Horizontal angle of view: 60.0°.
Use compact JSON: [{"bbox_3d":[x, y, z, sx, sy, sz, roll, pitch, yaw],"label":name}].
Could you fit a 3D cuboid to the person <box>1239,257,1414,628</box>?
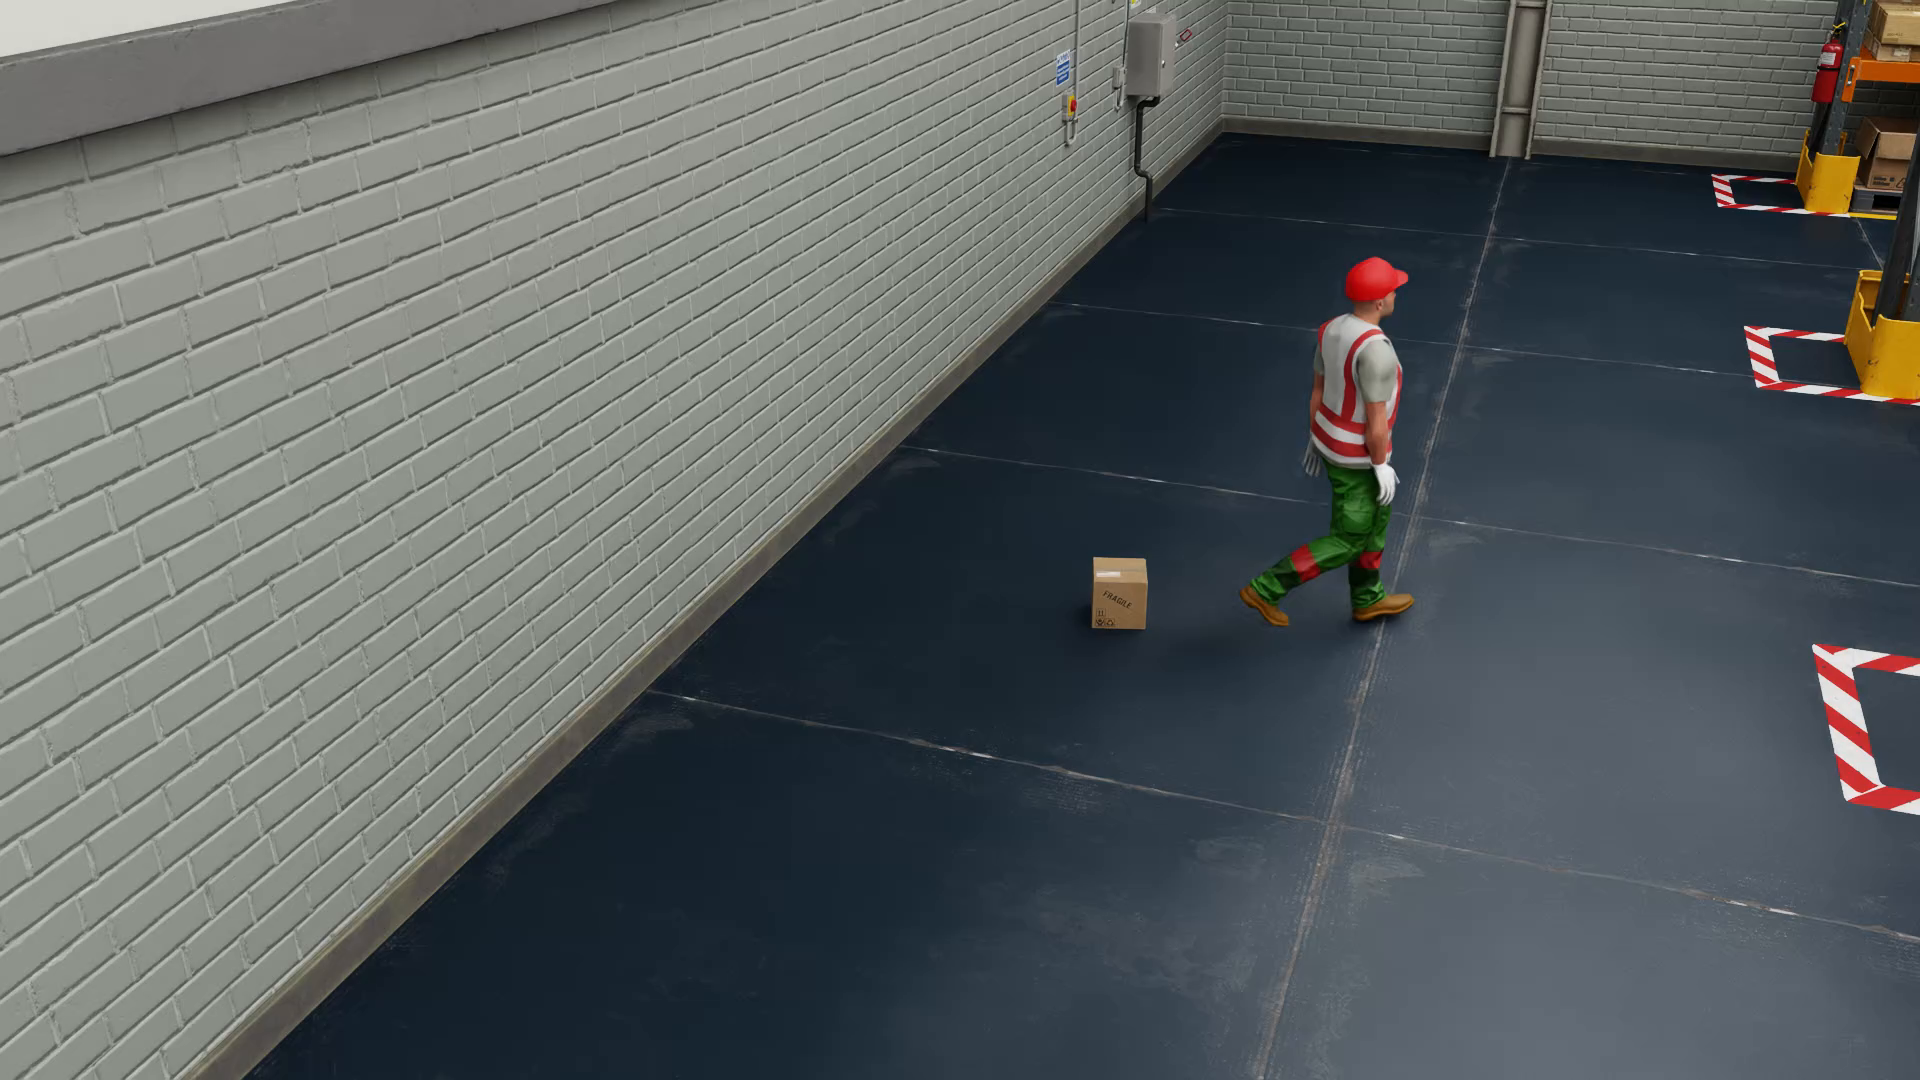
[{"bbox_3d":[1.701,-0.390,7.395,0.929,1.762,0.535,-5,26,-10],"label":"person"}]
